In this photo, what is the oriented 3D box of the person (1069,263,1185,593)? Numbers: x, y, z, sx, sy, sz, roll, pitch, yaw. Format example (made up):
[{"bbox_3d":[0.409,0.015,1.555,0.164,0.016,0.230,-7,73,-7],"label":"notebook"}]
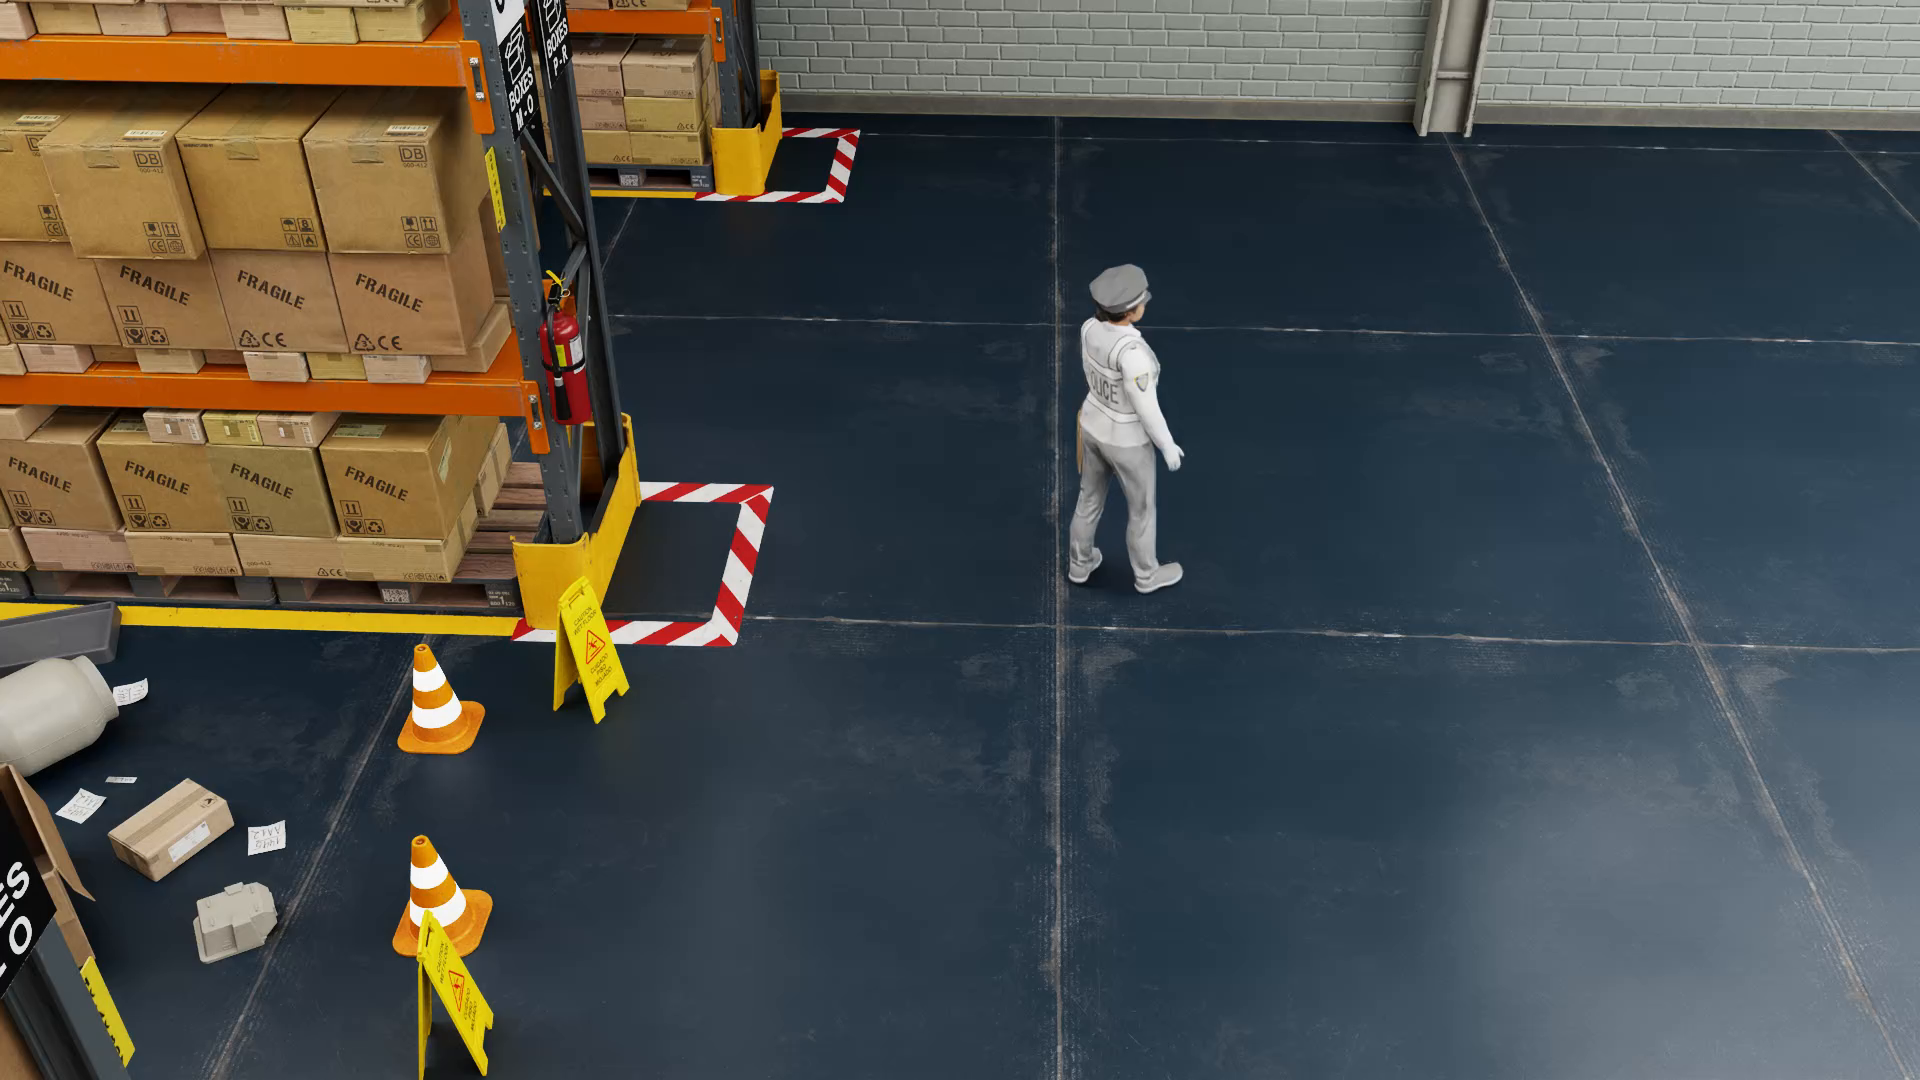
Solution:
[{"bbox_3d":[0.805,-0.512,7.773,0.516,1.688,0.565,-20,40,-25],"label":"person"}]
